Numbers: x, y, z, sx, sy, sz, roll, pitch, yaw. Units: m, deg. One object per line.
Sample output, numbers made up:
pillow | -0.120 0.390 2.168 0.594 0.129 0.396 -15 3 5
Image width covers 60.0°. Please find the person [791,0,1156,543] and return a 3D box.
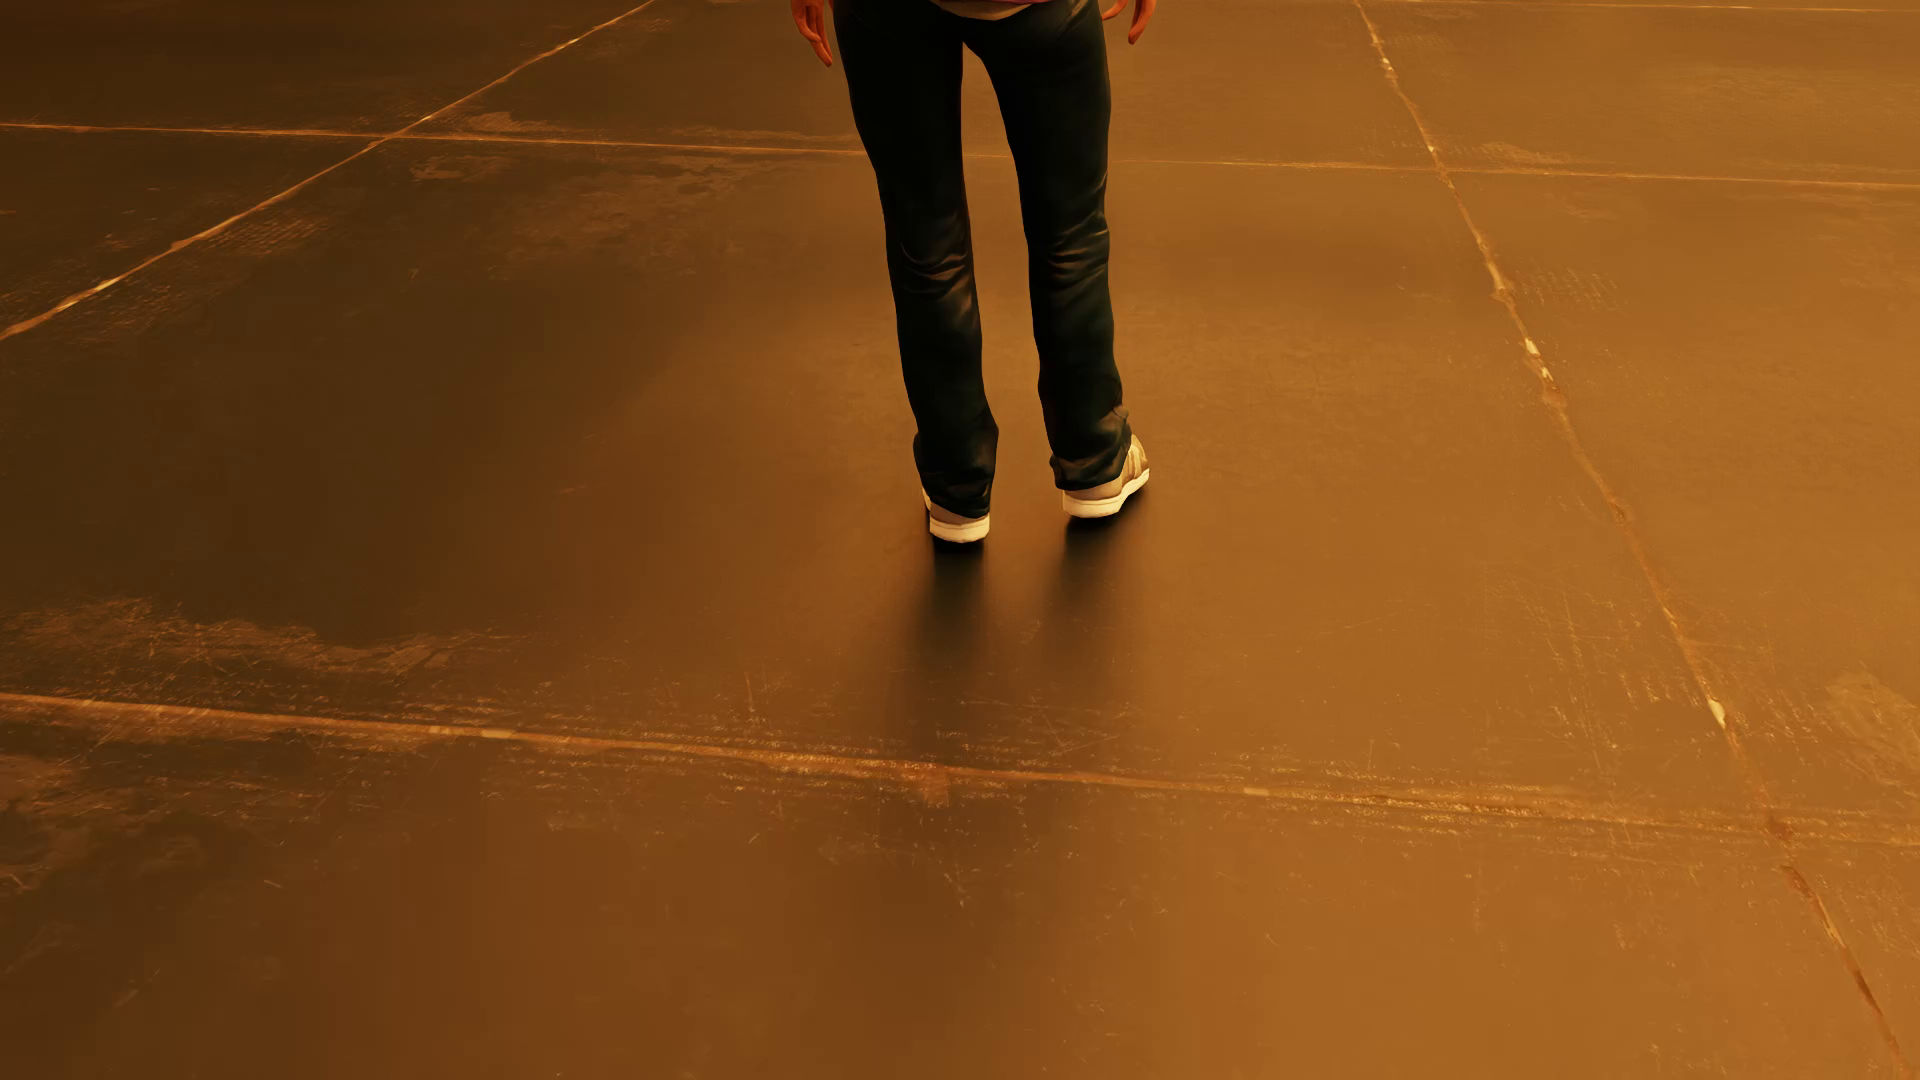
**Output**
person | 0.024 -0.753 2.204 0.520 1.597 0.476 3 27 7
